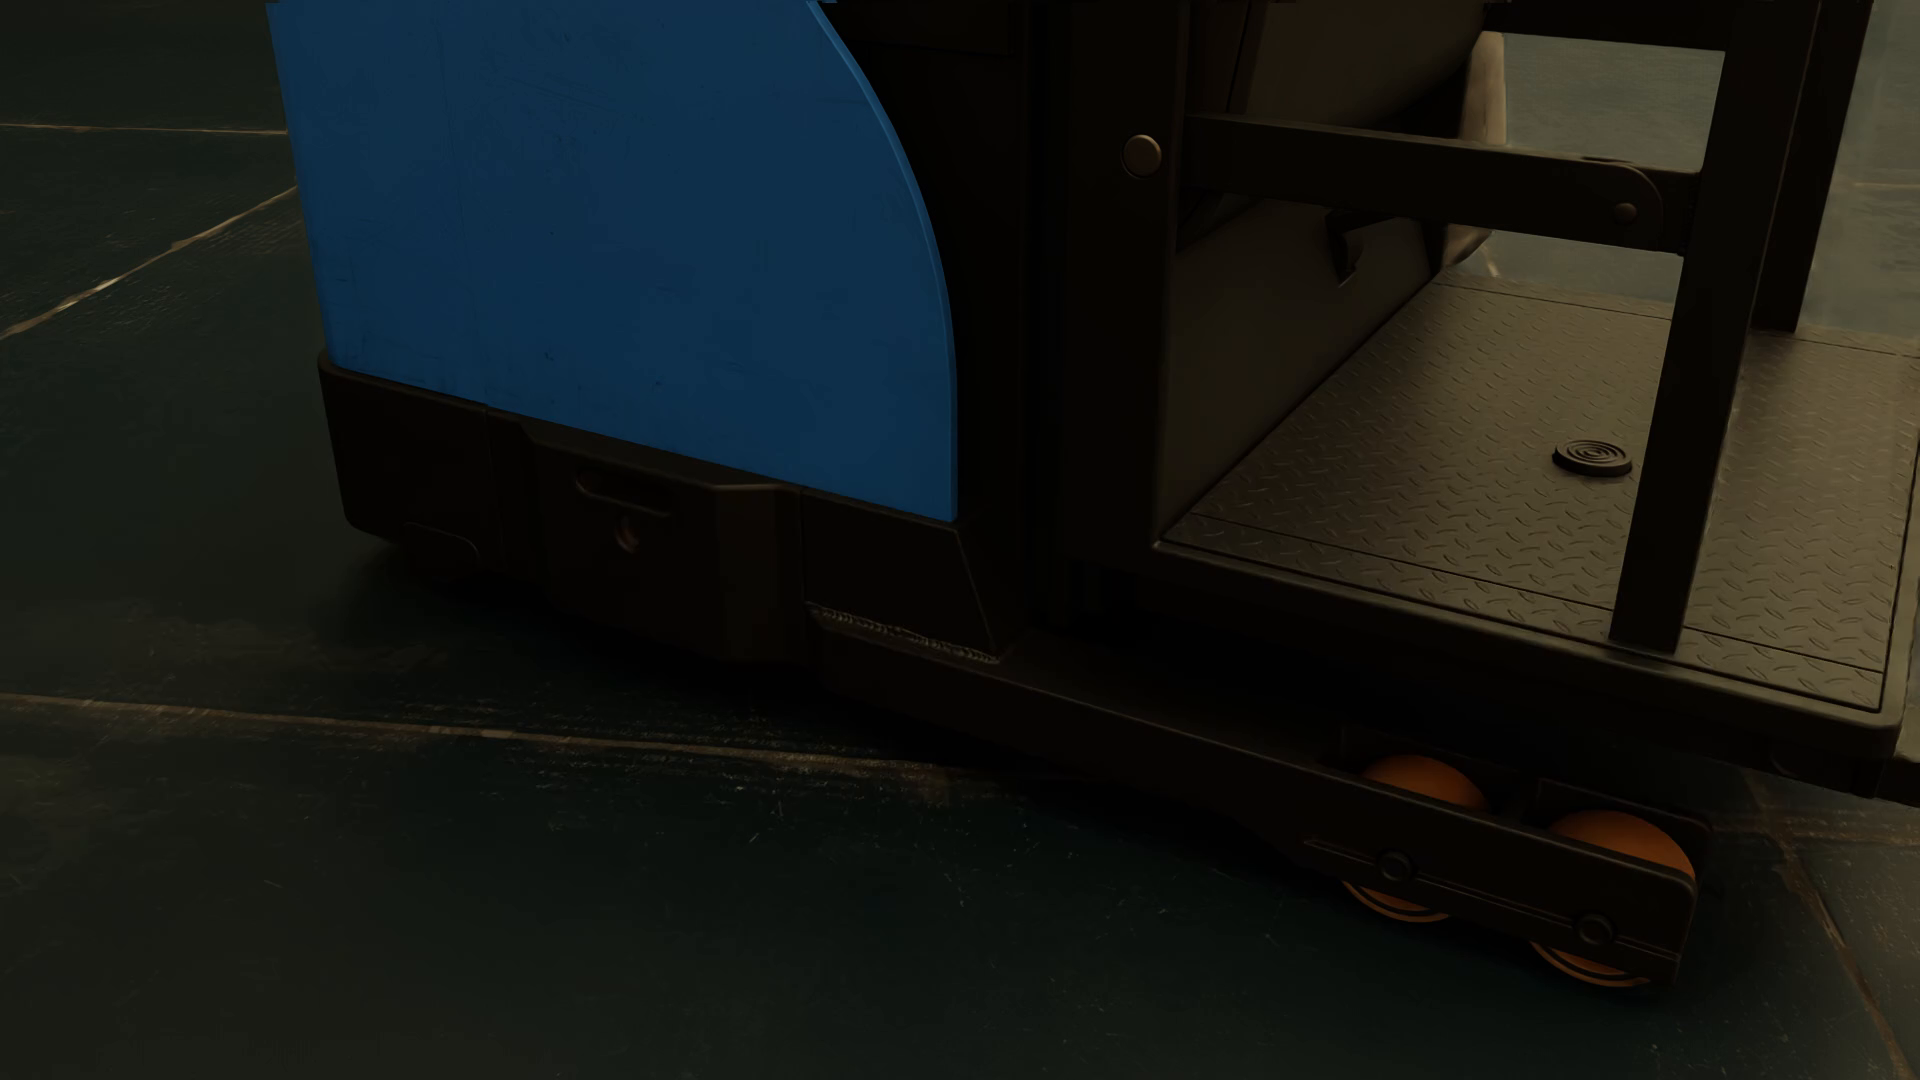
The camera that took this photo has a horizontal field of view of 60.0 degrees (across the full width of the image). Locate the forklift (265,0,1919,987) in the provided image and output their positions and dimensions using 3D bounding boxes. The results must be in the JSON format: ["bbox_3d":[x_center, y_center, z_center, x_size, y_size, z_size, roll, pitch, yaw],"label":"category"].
[{"bbox_3d":[0.637,-1.148,1.518,3.031,2.935,1.130,14,30,26],"label":"forklift"}]

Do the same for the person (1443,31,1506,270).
[{"bbox_3d":[0.457,-1.061,2.712,0.820,1.592,0.977,-23,35,-38],"label":"person"}]
